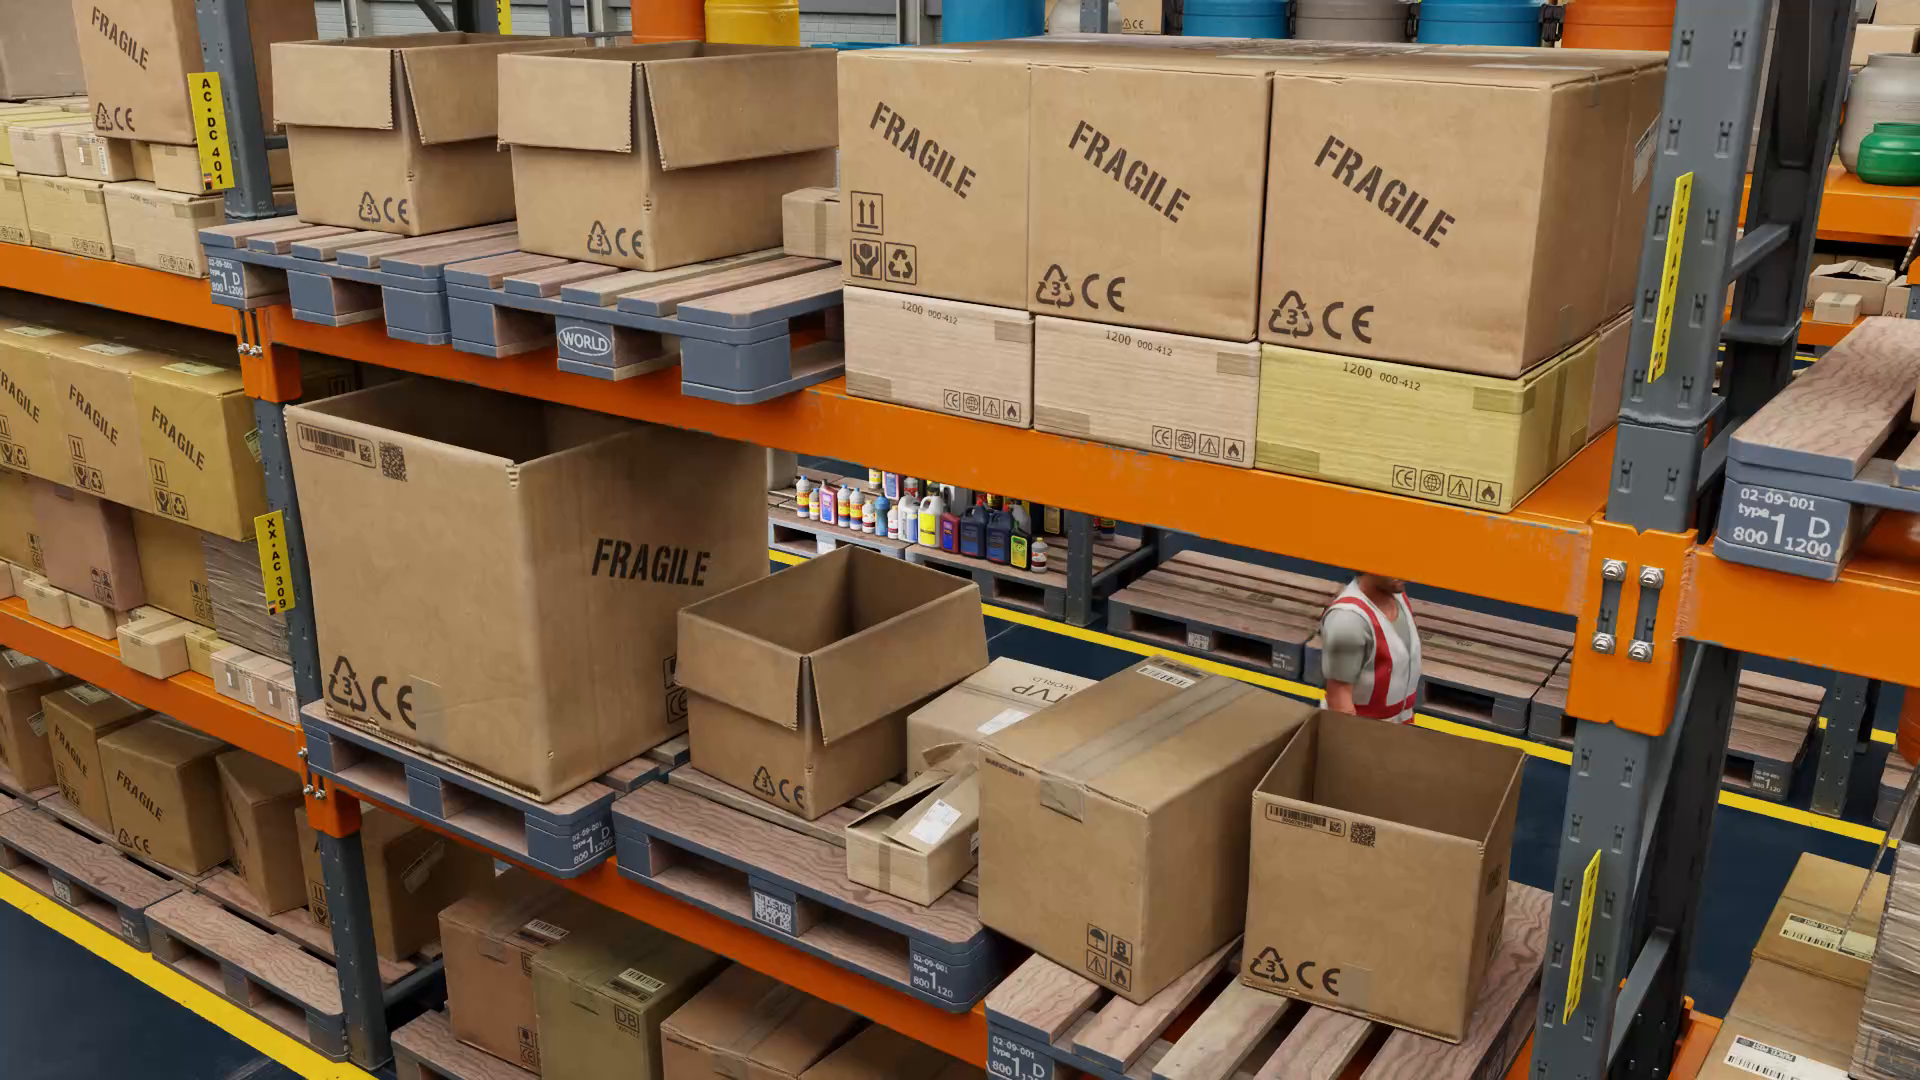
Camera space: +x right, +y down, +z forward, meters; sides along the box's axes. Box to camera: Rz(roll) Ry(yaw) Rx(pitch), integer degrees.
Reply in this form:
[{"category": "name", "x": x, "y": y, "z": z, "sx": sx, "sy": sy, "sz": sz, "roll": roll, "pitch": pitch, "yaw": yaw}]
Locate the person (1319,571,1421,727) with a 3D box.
[{"category": "person", "x": 1.567, "y": 0.790, "z": 6.309, "sx": 0.541, "sy": 1.835, "sz": 0.598, "roll": 18, "pitch": 26, "yaw": 40}]
